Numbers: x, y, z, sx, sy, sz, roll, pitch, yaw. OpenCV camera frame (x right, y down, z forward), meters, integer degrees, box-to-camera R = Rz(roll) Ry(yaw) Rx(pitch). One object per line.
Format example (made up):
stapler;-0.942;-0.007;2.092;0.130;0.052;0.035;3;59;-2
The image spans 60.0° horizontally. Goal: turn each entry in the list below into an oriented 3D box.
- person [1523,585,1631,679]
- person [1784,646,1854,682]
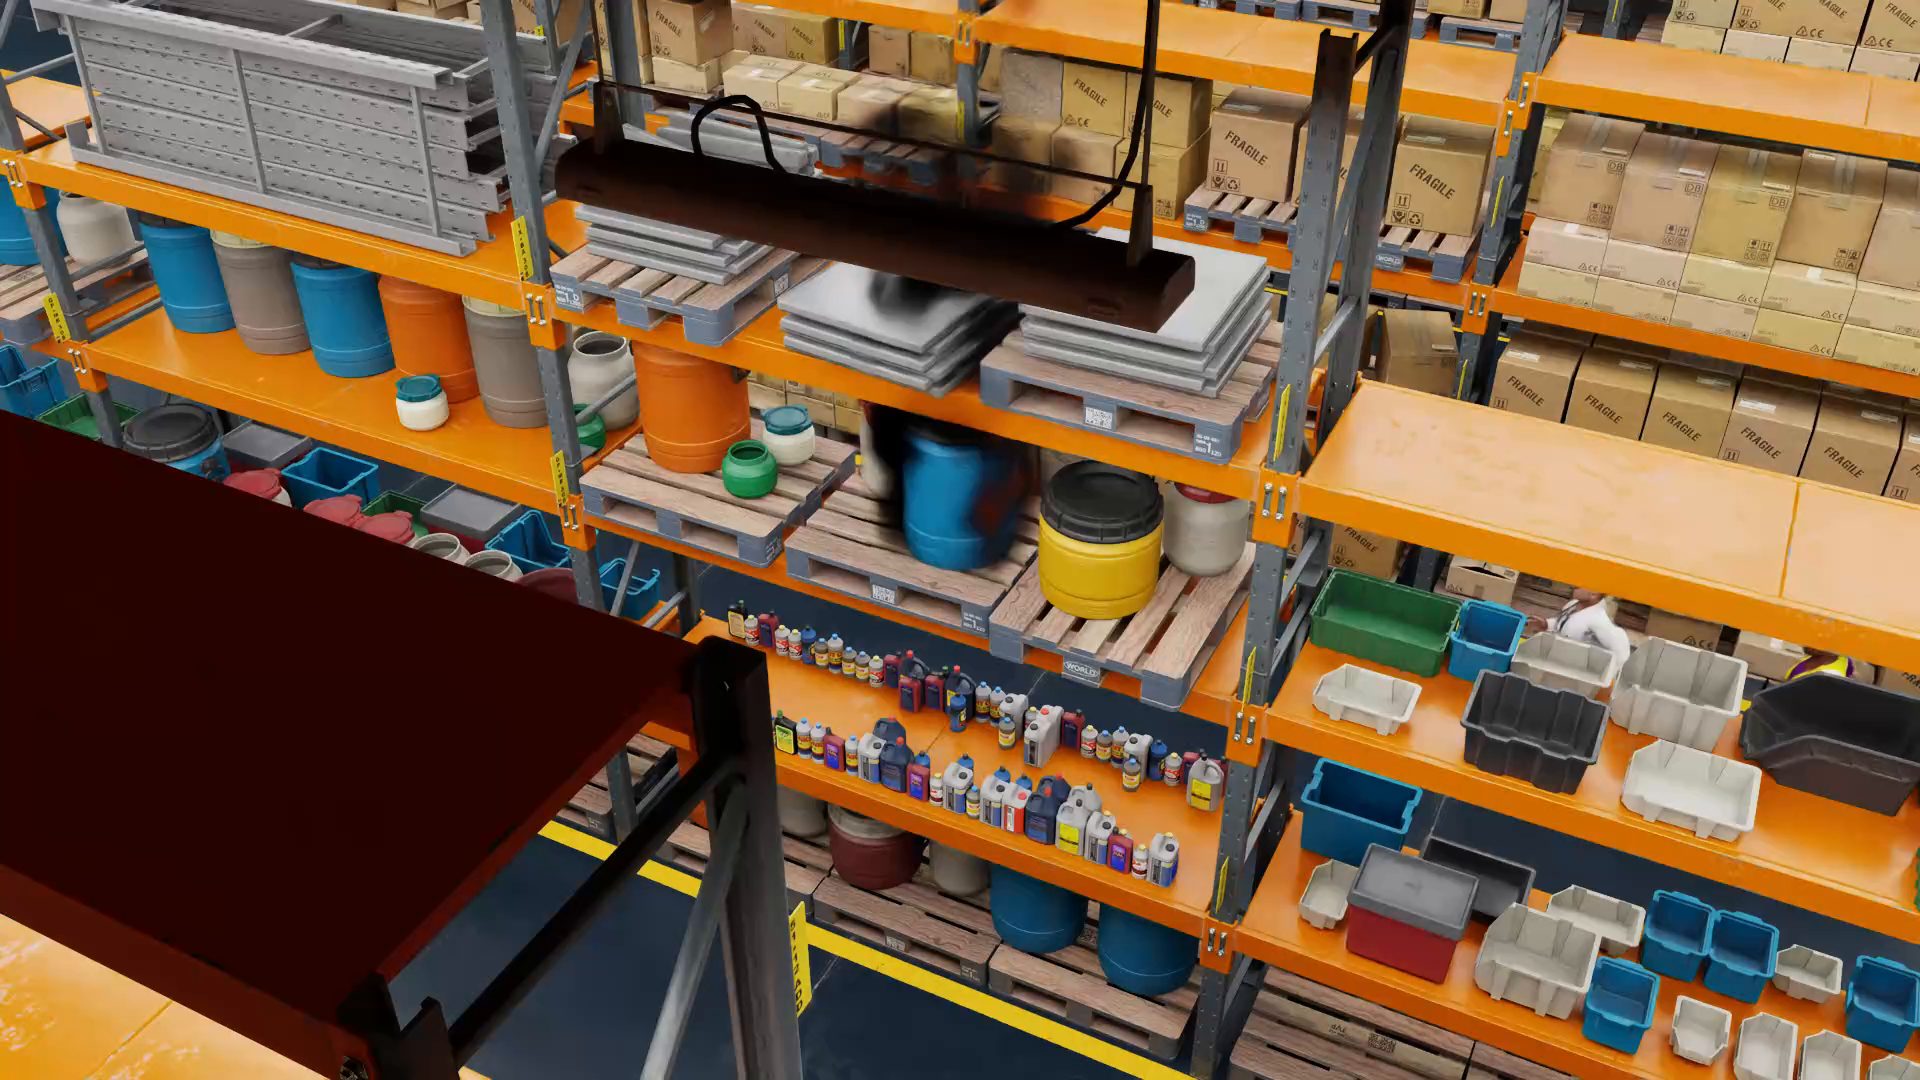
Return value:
person;4.054;0.920;10.937;0.885;1.752;0.687;12;37;16
person;5.362;1.252;10.569;0.844;1.770;0.707;11;37;15
